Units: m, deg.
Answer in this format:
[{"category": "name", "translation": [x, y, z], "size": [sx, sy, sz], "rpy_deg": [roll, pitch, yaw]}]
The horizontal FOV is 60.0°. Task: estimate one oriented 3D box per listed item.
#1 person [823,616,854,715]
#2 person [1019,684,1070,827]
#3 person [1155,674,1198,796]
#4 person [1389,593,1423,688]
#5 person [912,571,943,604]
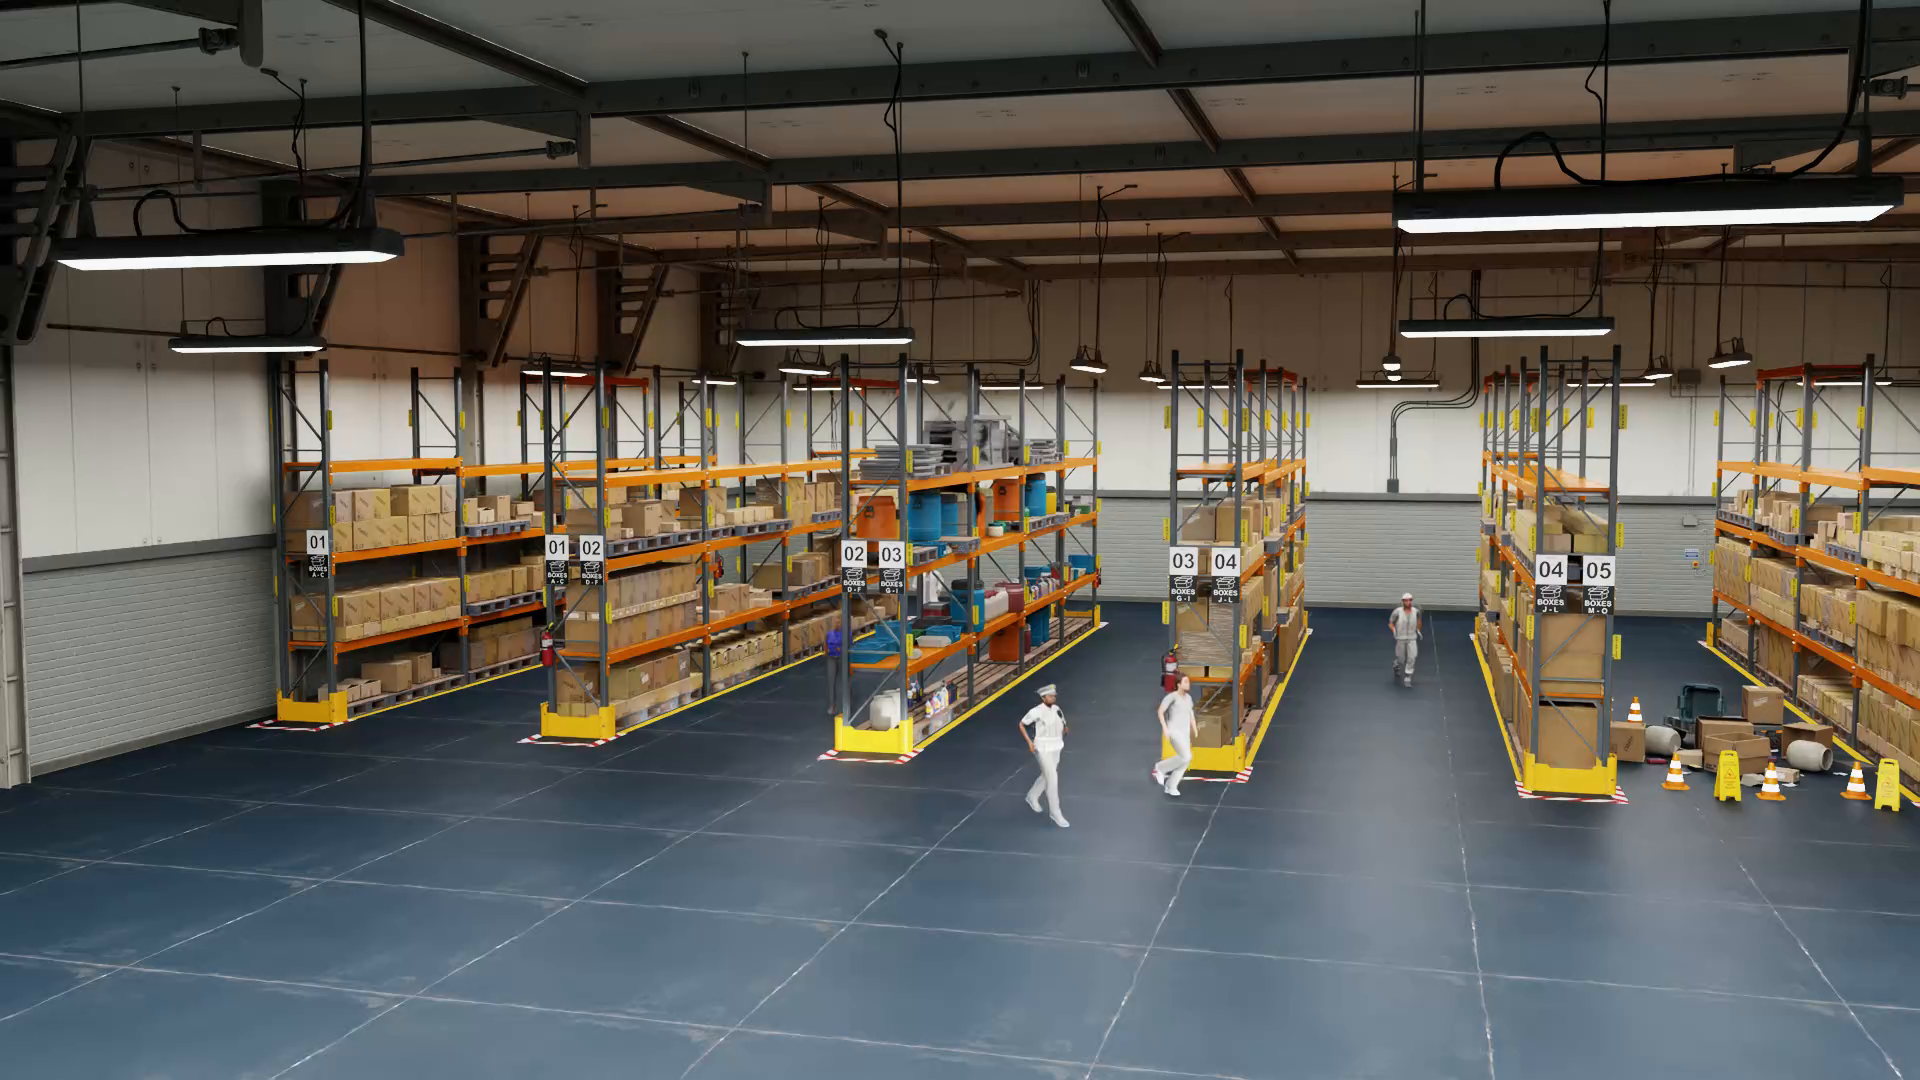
[{"category": "person", "translation": [-2.085, 2.118, 28.496], "size": [0.583, 1.633, 0.924], "rpy_deg": [1, 4, 12]}, {"category": "person", "translation": [1.087, 2.650, 20.772], "size": [0.563, 1.727, 0.866], "rpy_deg": [-4, 6, -43]}, {"category": "person", "translation": [2.968, 2.595, 22.351], "size": [0.597, 1.594, 0.531], "rpy_deg": [-4, 5, -41]}, {"category": "person", "translation": [8.405, 1.868, 31.367], "size": [0.643, 1.758, 0.873], "rpy_deg": [0, 4, 2]}, {"category": "person", "translation": [-0.743, 1.373, 37.939], "size": [0.703, 1.810, 1.026], "rpy_deg": [0, 4, 3]}]
